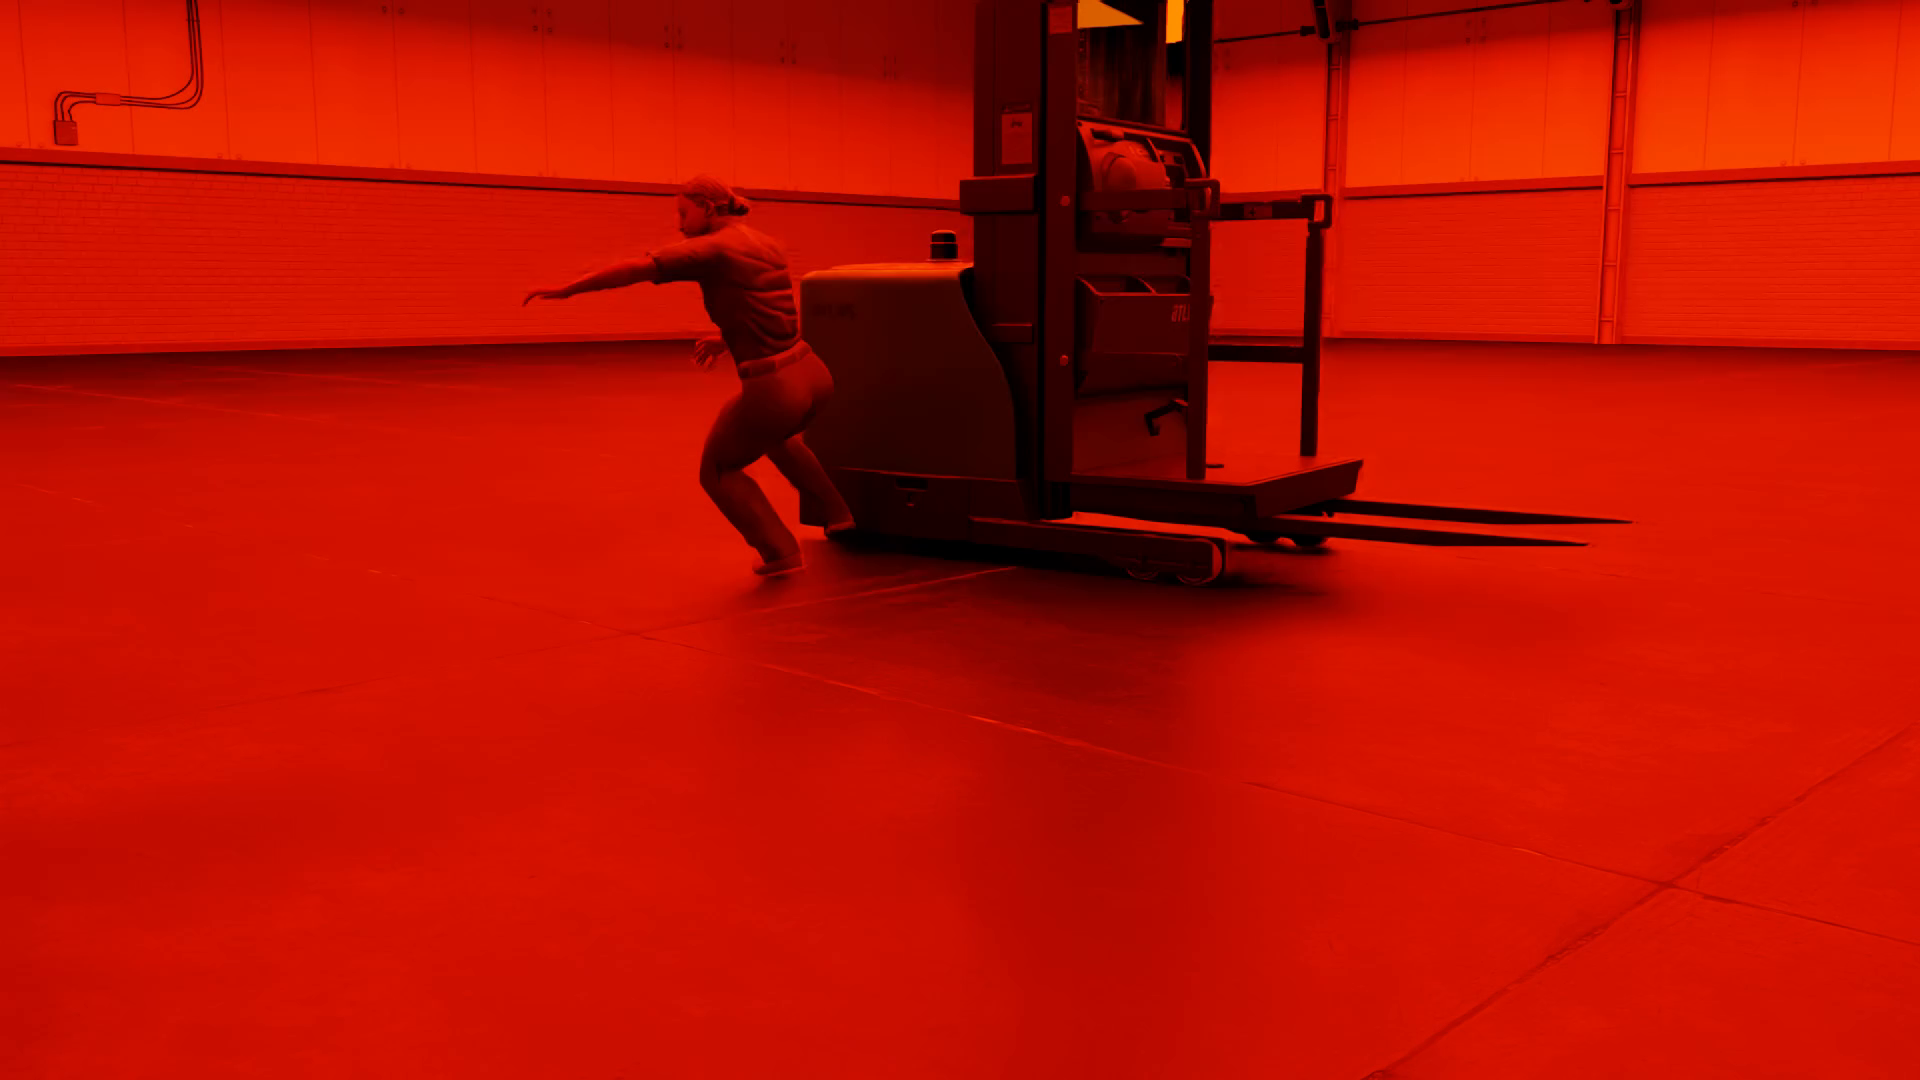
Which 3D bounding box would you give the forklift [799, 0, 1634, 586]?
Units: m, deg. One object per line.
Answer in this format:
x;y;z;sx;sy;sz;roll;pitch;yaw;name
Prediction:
0.860;-1.383;6.055;3.031;2.935;1.130;6;10;34;forklift

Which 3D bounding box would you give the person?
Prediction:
-0.804;-0.569;5.900;0.797;1.414;1.342;4;9;25;person
